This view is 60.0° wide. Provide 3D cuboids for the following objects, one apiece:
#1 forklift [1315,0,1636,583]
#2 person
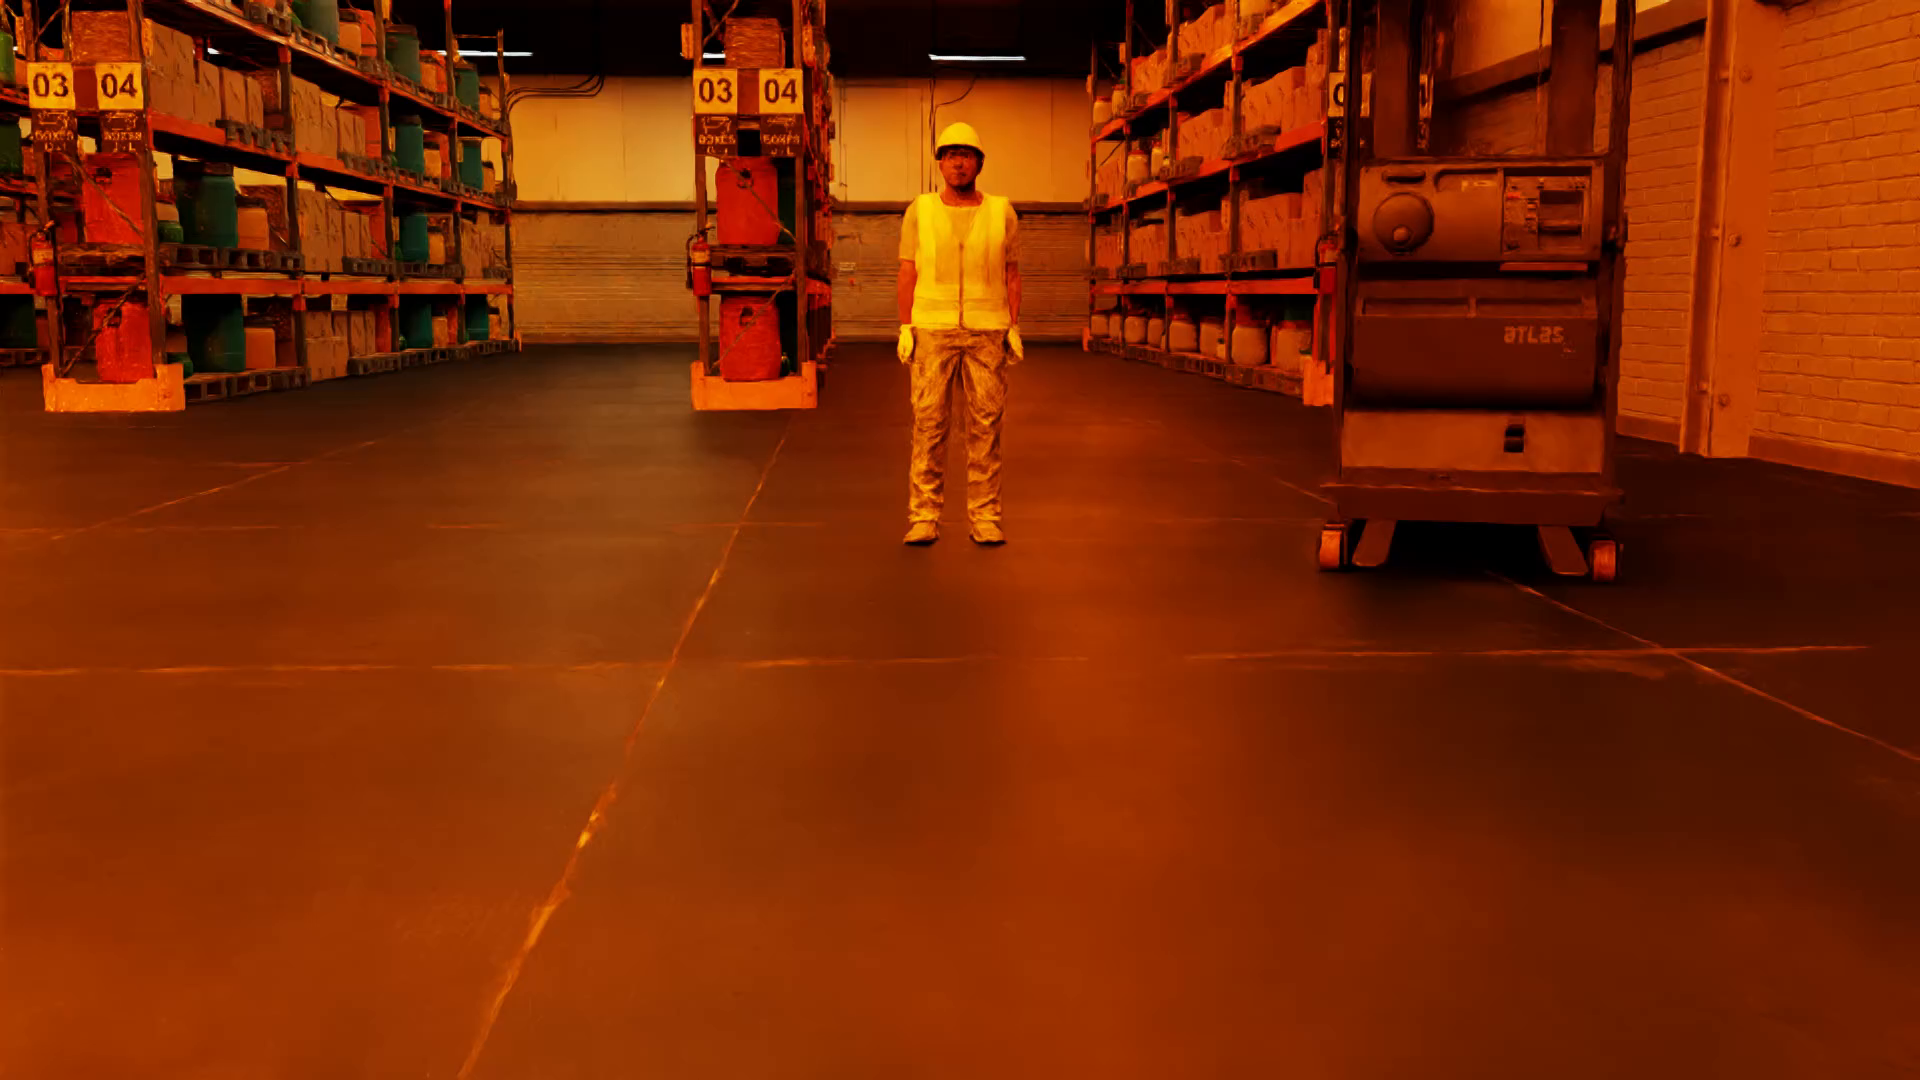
[{"bbox_3d":[2.011,-1.351,6.427,1.130,2.935,3.031,2,9,16],"label":"forklift"},{"bbox_3d":[0.002,-0.882,7.166,0.546,1.789,0.365,-1,8,-4],"label":"person"}]
